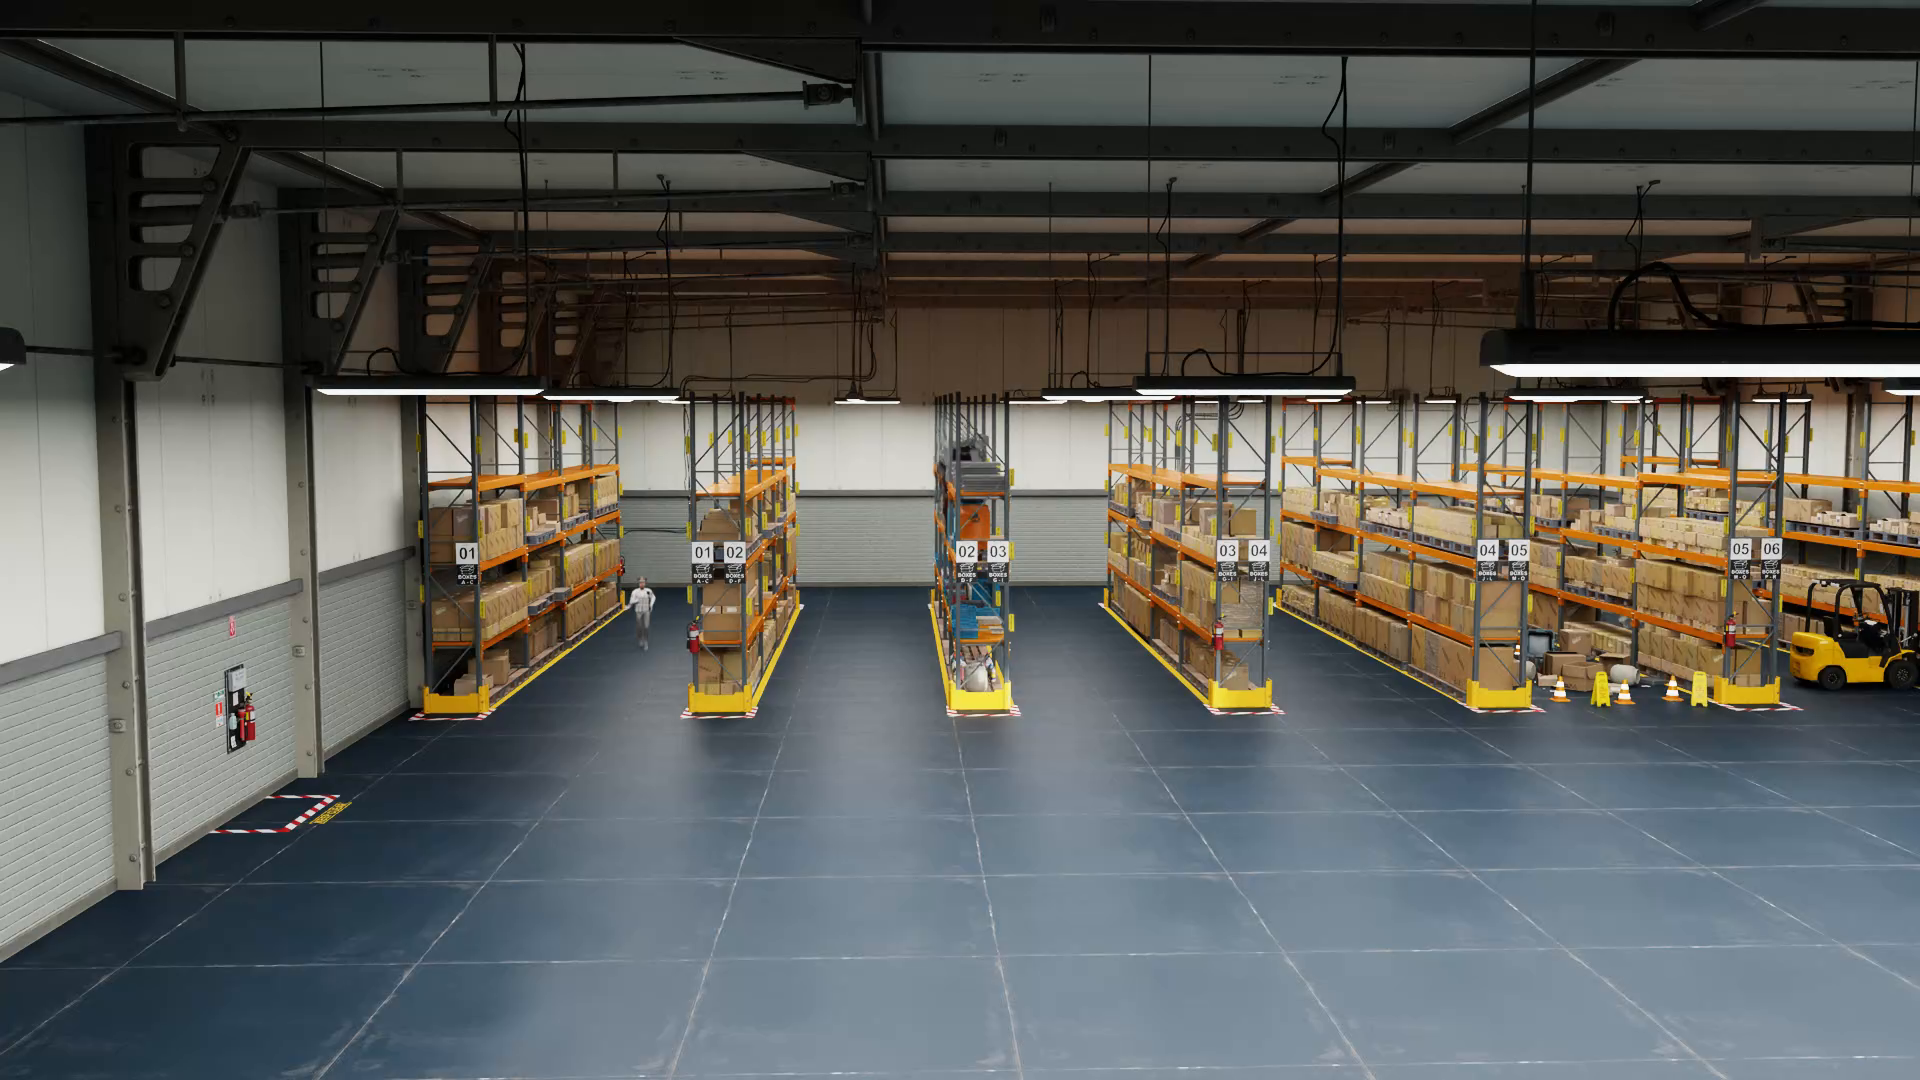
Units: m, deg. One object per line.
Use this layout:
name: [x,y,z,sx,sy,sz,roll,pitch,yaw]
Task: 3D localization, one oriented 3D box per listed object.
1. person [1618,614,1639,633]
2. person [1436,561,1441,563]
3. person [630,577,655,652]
person: [16.685,1.512,41.453,0.664,1.852,0.776,-1,5,-7]
person: [12.329,1.415,42.942,0.667,1.735,0.674,-1,5,-11]
person: [-7.479,1.720,39.186,0.600,1.726,0.778,-1,5,-12]
